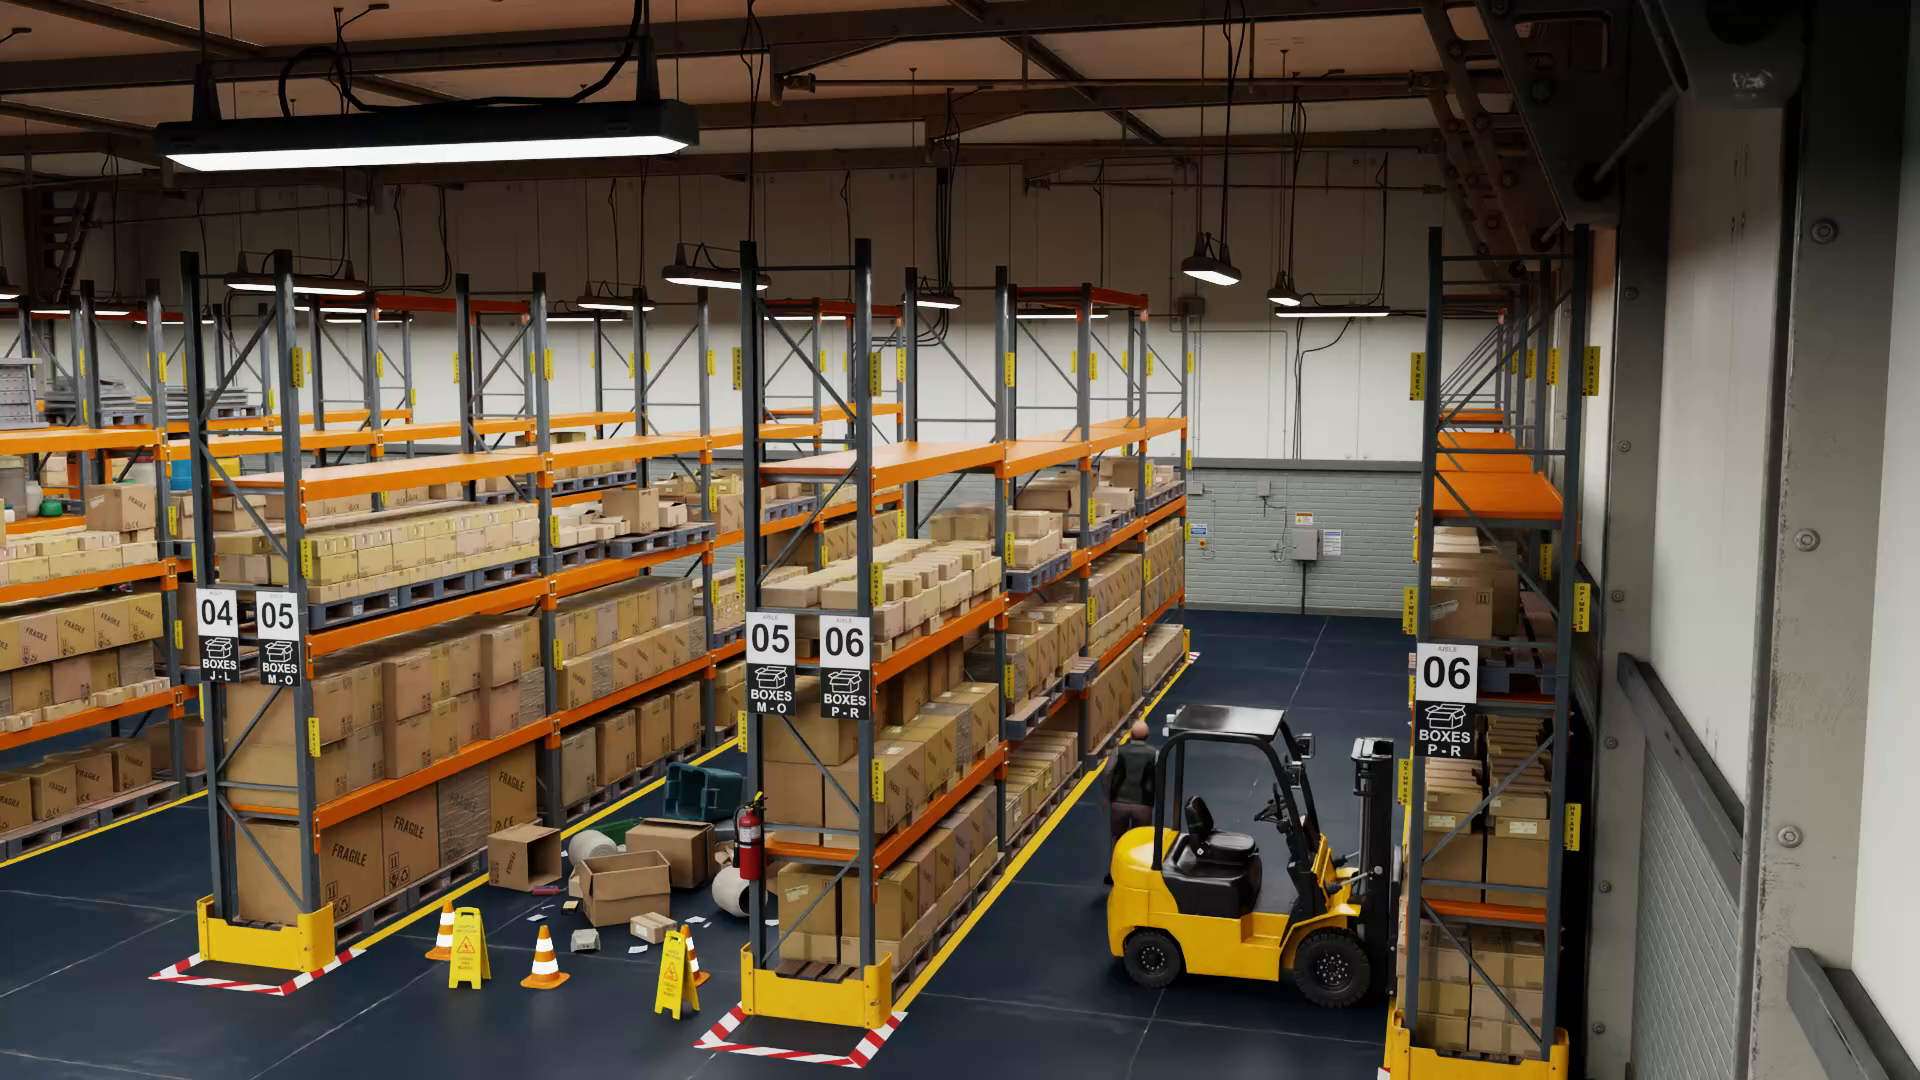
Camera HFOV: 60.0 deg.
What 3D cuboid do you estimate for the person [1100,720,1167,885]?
[{"bbox_3d":[1.683,2.565,16.138,0.618,1.623,0.753,2,7,18],"label":"person"}]
